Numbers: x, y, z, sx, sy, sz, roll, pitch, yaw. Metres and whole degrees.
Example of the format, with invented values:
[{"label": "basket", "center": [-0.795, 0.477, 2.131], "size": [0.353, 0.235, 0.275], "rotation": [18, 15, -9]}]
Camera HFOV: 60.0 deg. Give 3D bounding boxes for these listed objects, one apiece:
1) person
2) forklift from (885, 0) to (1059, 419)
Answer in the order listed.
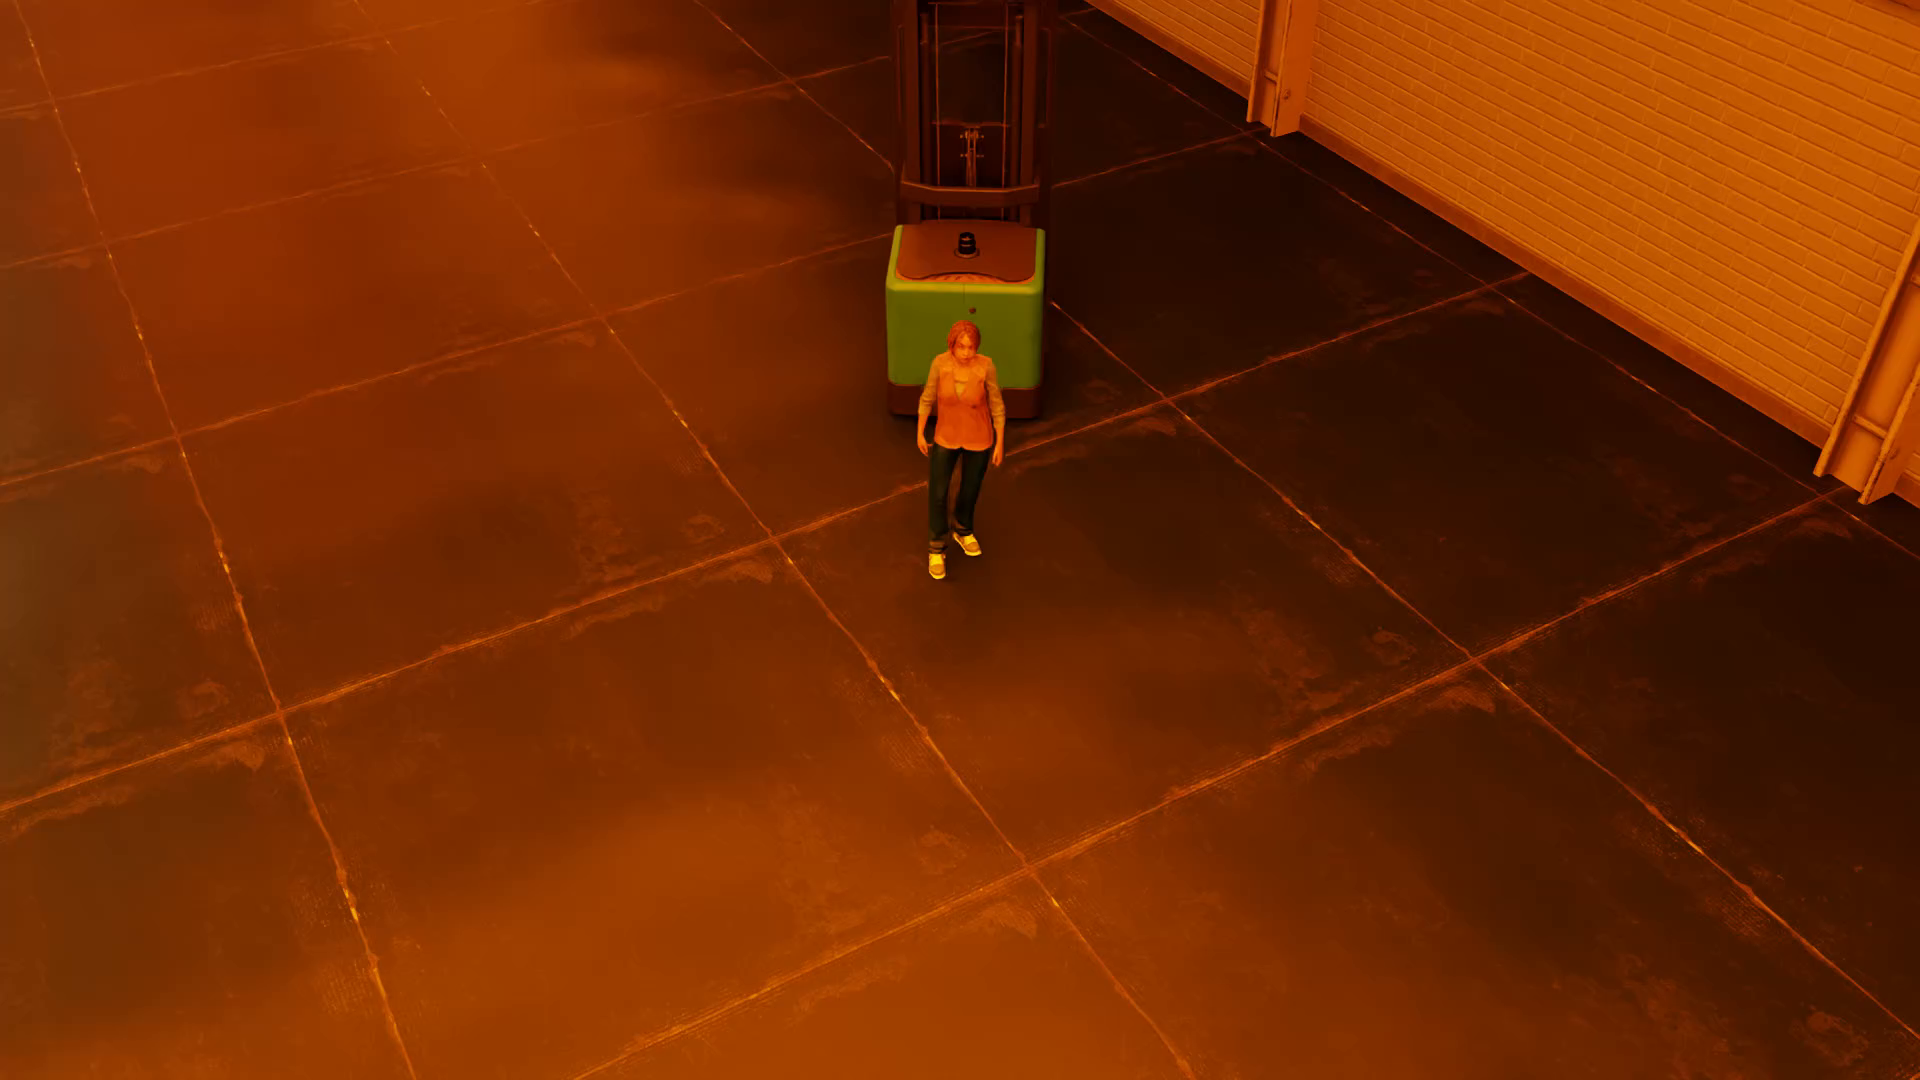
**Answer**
[{"label": "person", "center": [-0.003, -0.516, 9.721], "size": [0.516, 1.590, 0.534], "rotation": [4, 40, 5]}, {"label": "forklift", "center": [0.106, -2.869, 11.496], "size": [1.130, 2.935, 3.031], "rotation": [2, 40, 2]}]
